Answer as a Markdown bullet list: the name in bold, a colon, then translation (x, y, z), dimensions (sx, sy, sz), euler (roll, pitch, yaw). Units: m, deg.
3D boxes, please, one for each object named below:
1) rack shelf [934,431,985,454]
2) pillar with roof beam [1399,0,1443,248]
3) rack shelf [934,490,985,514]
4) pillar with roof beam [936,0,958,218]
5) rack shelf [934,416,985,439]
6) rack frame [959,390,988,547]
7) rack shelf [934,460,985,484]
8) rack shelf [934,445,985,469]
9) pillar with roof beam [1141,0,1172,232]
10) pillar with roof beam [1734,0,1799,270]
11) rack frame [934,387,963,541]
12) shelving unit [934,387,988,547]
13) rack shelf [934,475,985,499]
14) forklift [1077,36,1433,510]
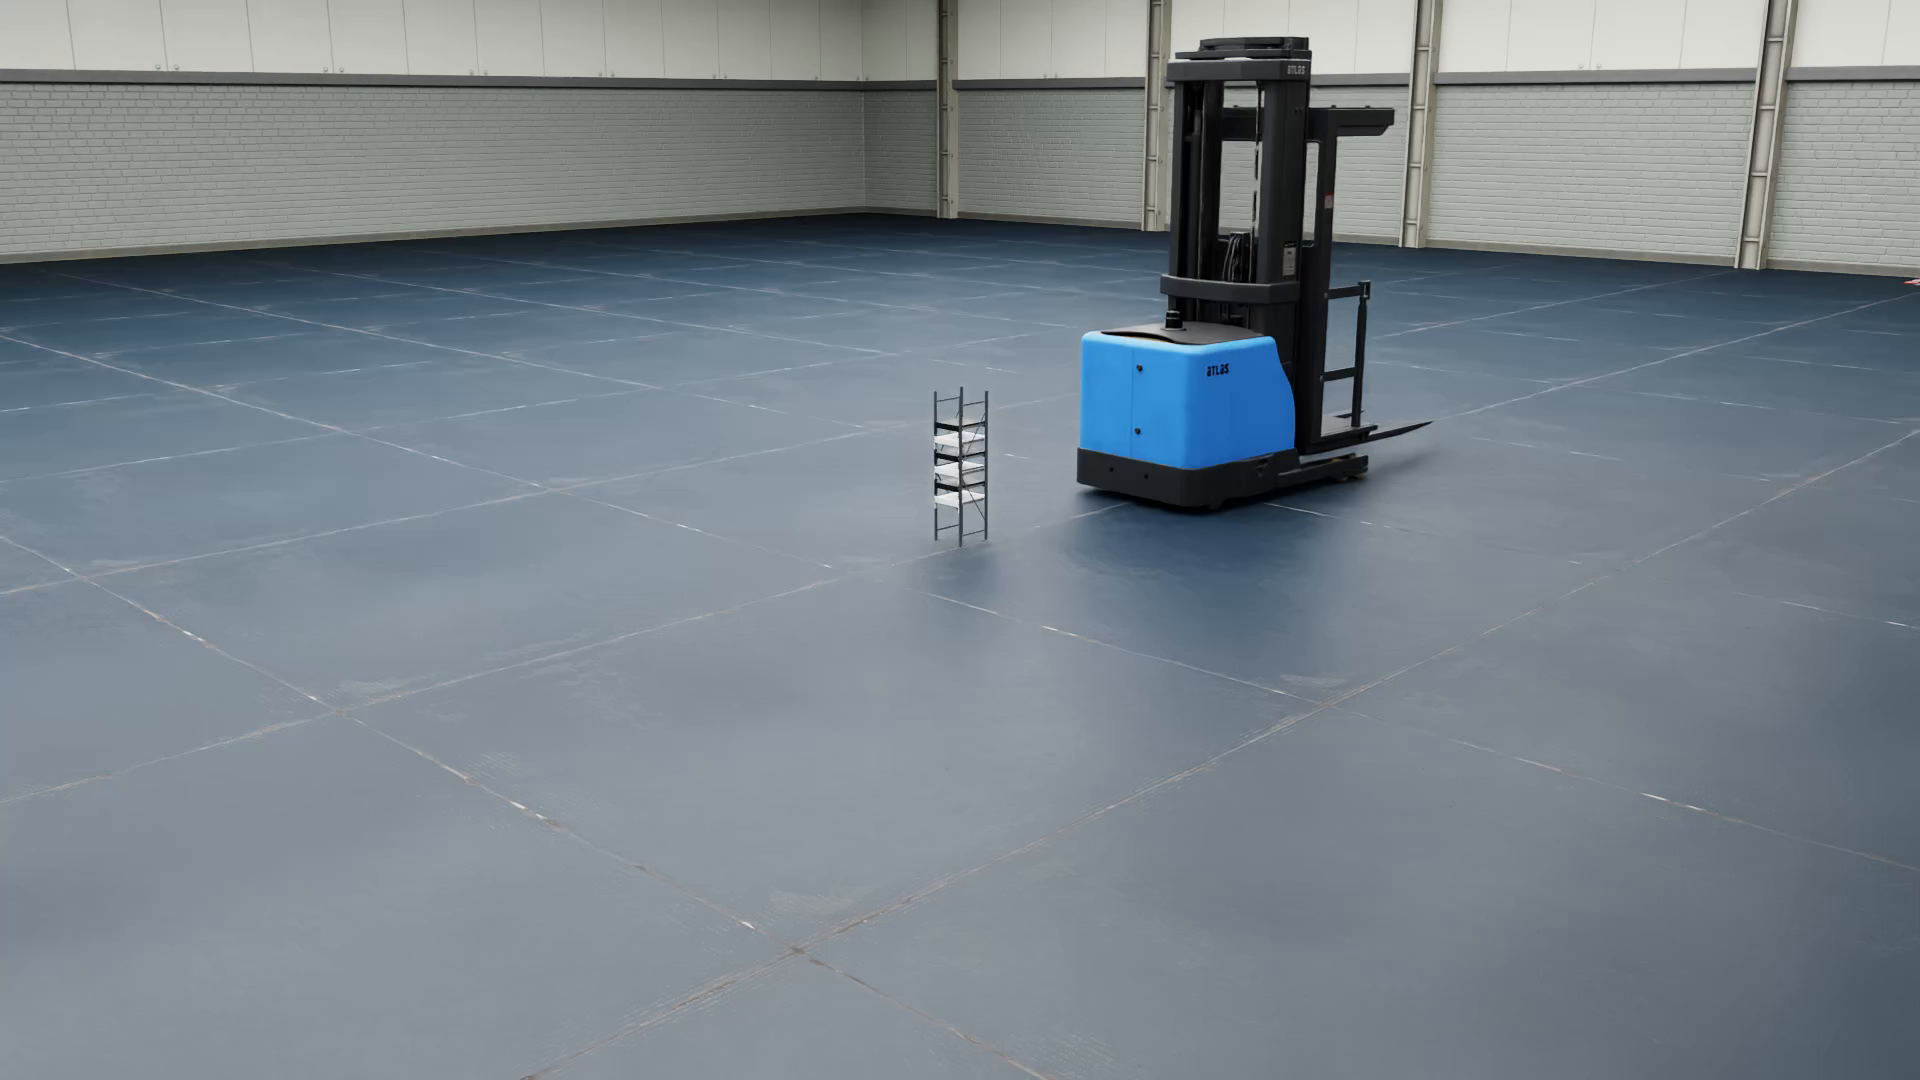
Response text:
- **rack shelf**: translation (0.006, -0.576, 9.776), dimensions (0.200, 0.077, 0.258), euler (14, 20, 42)
- **pillar with roof beam**: translation (5.364, -8.984, 26.564), dimensions (0.400, 9.000, 9.100), euler (14, 20, 42)
- **rack shelf**: translation (0.006, -0.228, 9.867), dimensions (0.200, 0.077, 0.258), euler (14, 20, 42)
- **pillar with roof beam**: translation (-3.275, -11.084, 34.624), dimensions (0.400, 9.000, 9.100), euler (14, 20, 42)
- **rack shelf**: translation (0.006, -0.663, 9.753), dimensions (0.200, 0.077, 0.258), euler (14, 20, 42)
- **rack frame**: translation (0.079, -0.416, 9.745), dimensions (0.006, 0.900, 0.240), euler (14, 20, 42)
- **rack shelf**: translation (0.006, -0.402, 9.822), dimensions (0.200, 0.077, 0.258), euler (14, 20, 42)
- **rack shelf**: translation (0.006, -0.489, 9.799), dimensions (0.200, 0.077, 0.258), euler (14, 20, 42)
- **pillar with roof beam**: translation (1.045, -10.034, 30.594), dimensions (0.400, 9.000, 9.100), euler (14, 20, 42)
- **pillar with roof beam**: translation (9.683, -7.934, 22.534), dimensions (0.400, 9.000, 9.100), euler (14, 20, 42)
- **rack frame**: translation (-0.067, -0.452, 9.881), dimensions (0.006, 0.900, 0.240), euler (14, 20, 42)
- **shelving unit**: translation (0.006, -0.434, 9.813), dimensions (0.210, 0.900, 0.258), euler (14, 20, 42)
- **rack shelf**: translation (0.006, -0.315, 9.844), dimensions (0.200, 0.077, 0.258), euler (14, 20, 42)
- **forklift**: translation (2.210, -1.900, 11.413), dimensions (3.031, 2.935, 1.130), euler (-13, 19, -41)
